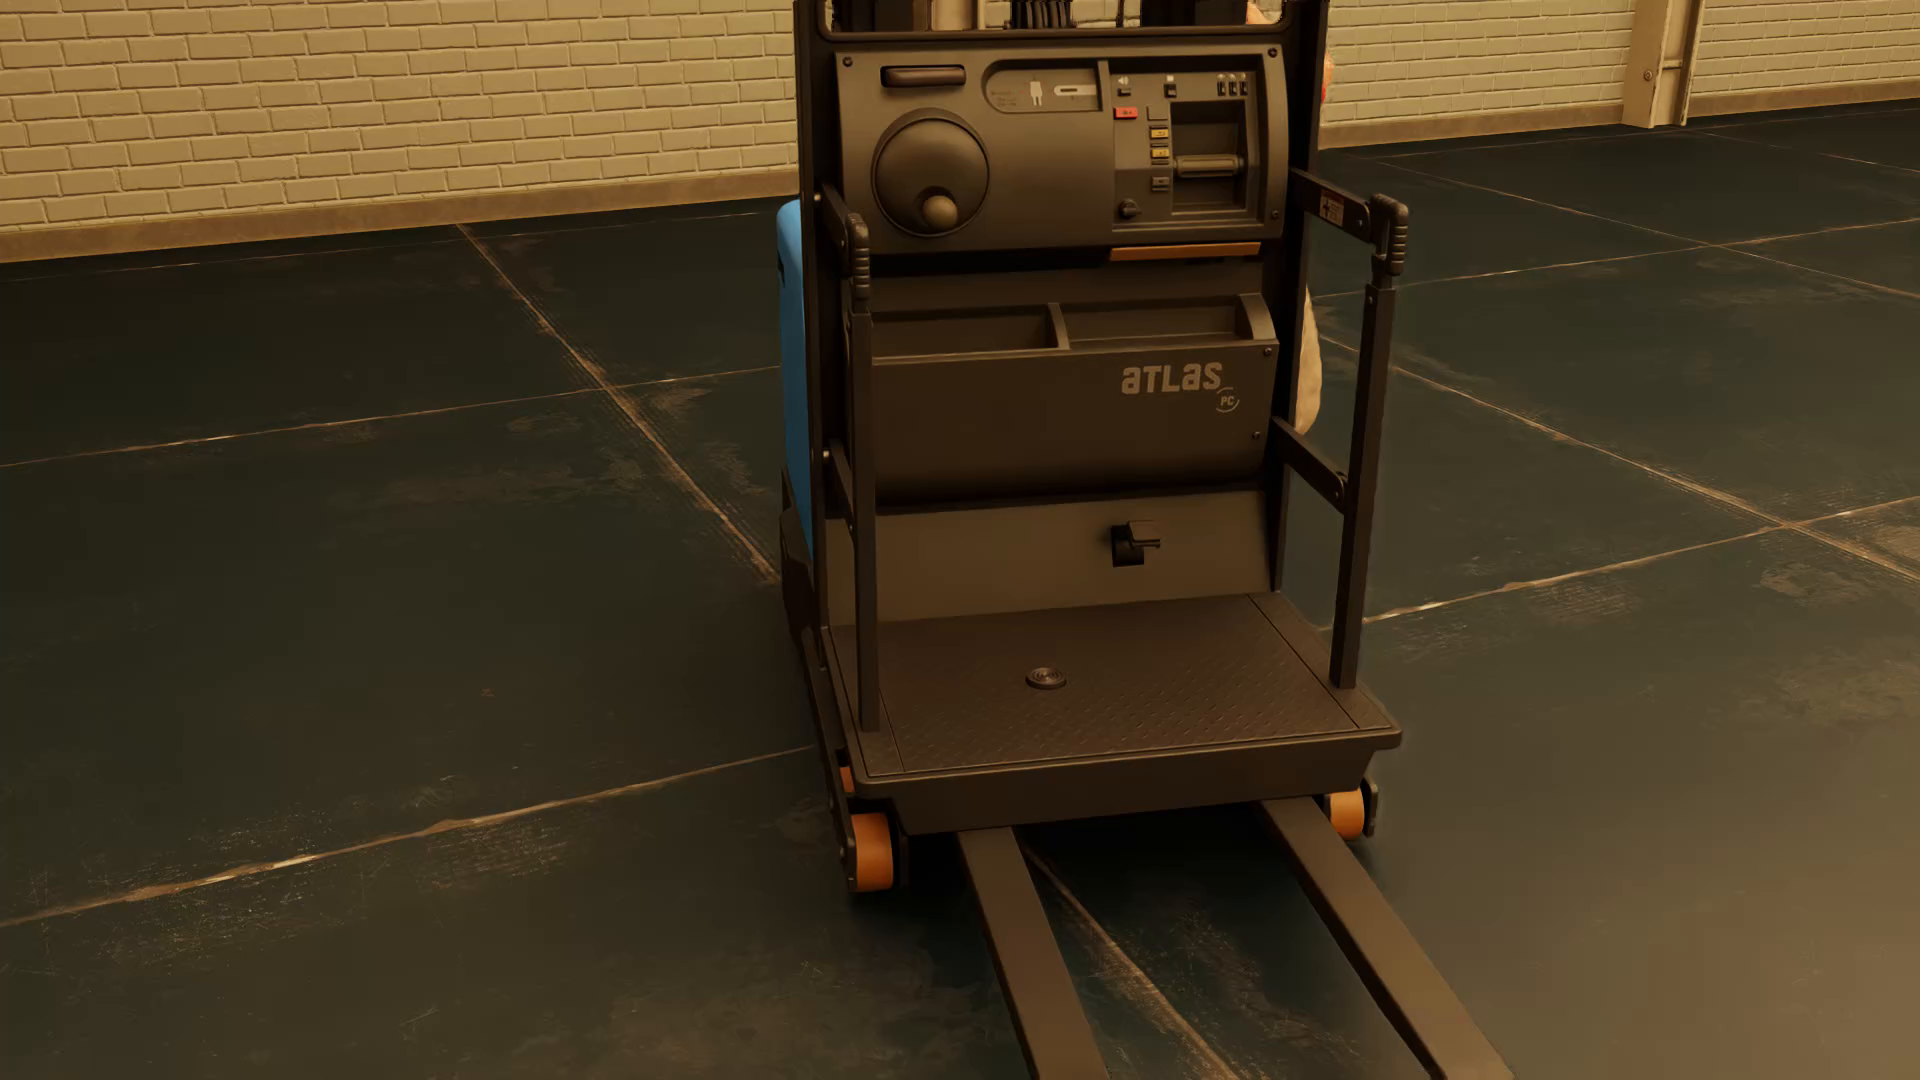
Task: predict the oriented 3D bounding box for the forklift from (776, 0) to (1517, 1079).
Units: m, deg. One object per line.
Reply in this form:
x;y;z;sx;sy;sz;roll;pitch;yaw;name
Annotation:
0.257;-0.788;3.183;1.130;2.935;3.031;-4;23;-10;forklift

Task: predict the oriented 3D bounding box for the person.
0.734;-0.974;5.484;0.859;1.602;1.108;-17;28;-36;person
